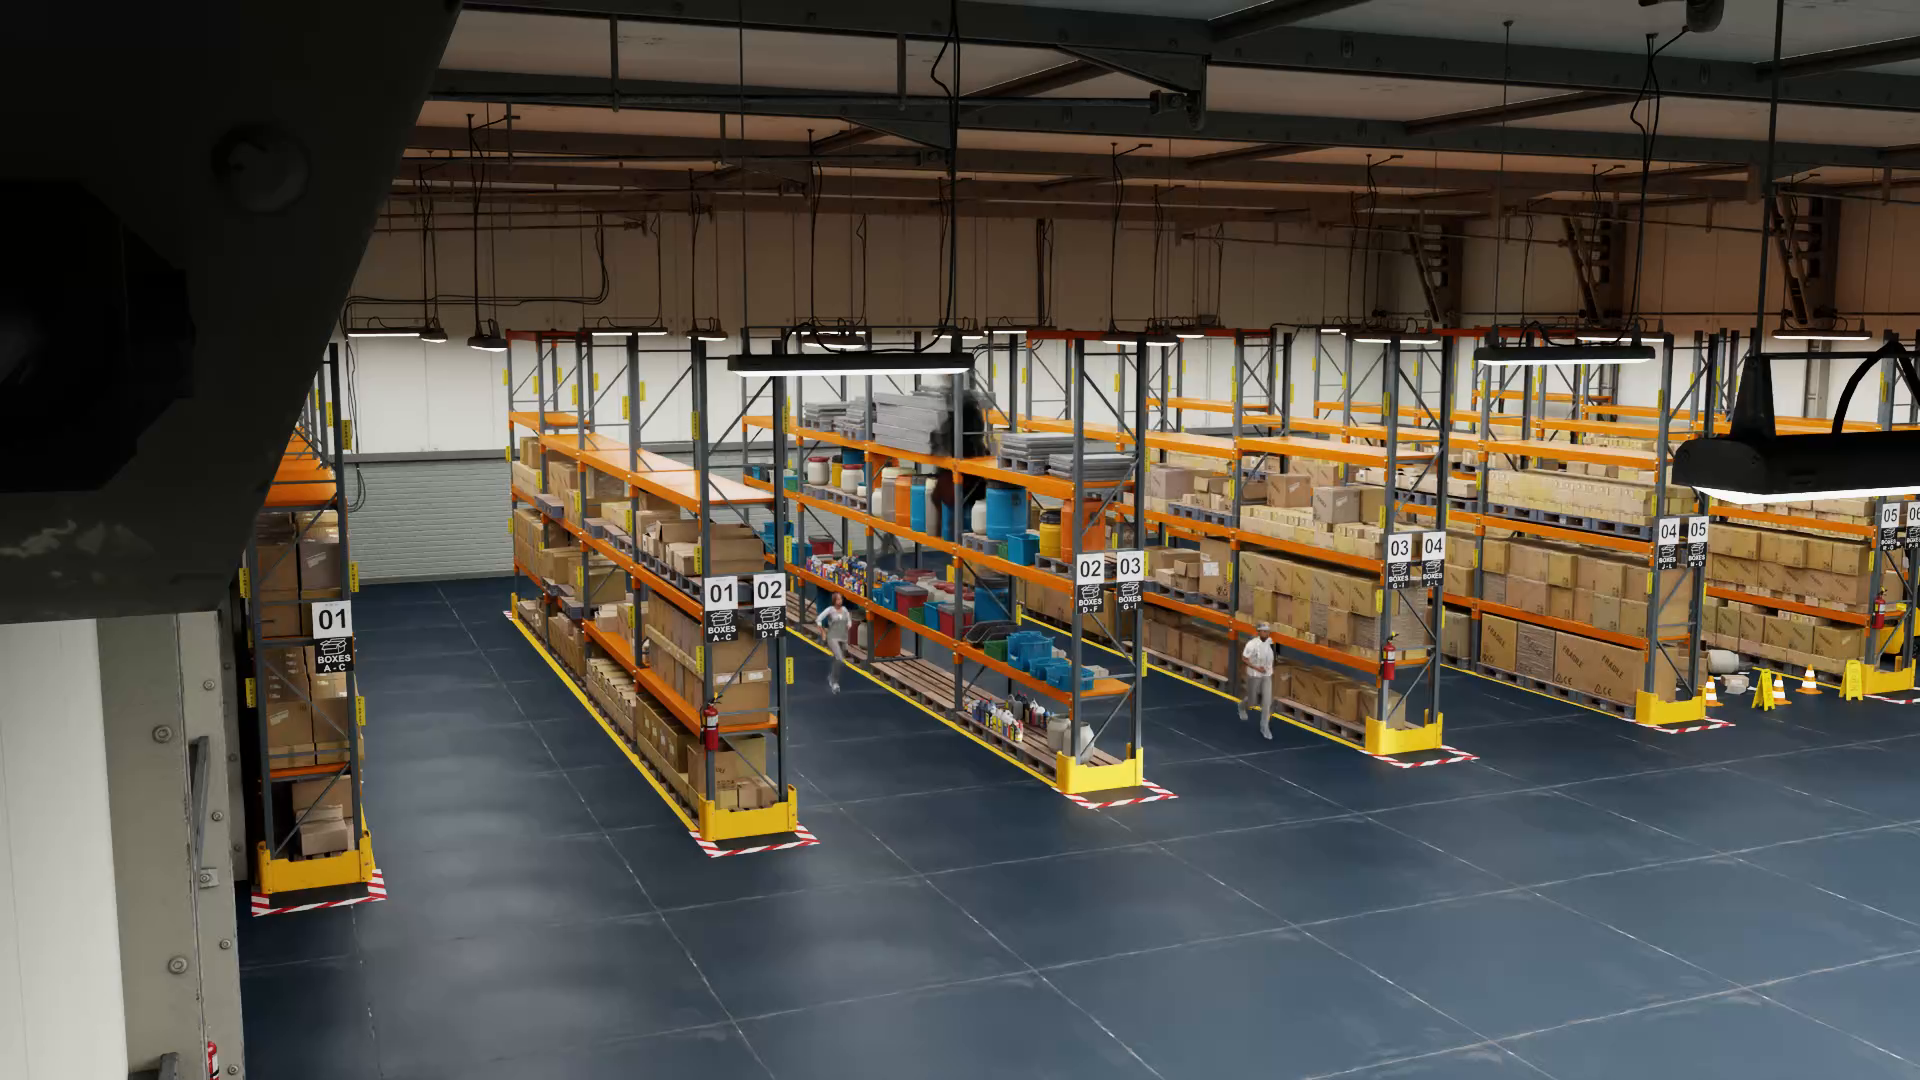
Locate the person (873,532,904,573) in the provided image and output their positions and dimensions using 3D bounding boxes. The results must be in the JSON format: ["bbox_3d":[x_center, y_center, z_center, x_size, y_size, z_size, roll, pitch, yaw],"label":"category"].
[{"bbox_3d":[-1.770,0.009,40.996,0.966,1.616,0.617,3,8,23],"label":"person"}]

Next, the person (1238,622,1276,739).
[{"bbox_3d":[4.431,2.020,24.695,0.600,1.694,0.960,-3,8,-20],"label":"person"}]

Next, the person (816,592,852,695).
[{"bbox_3d":[-1.958,1.650,26.585,0.506,1.637,0.651,-6,10,-36],"label":"person"}]

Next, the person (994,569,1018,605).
[{"bbox_3d":[0.716,1.219,30.845,0.712,1.613,0.881,-5,9,-31],"label":"person"}]
